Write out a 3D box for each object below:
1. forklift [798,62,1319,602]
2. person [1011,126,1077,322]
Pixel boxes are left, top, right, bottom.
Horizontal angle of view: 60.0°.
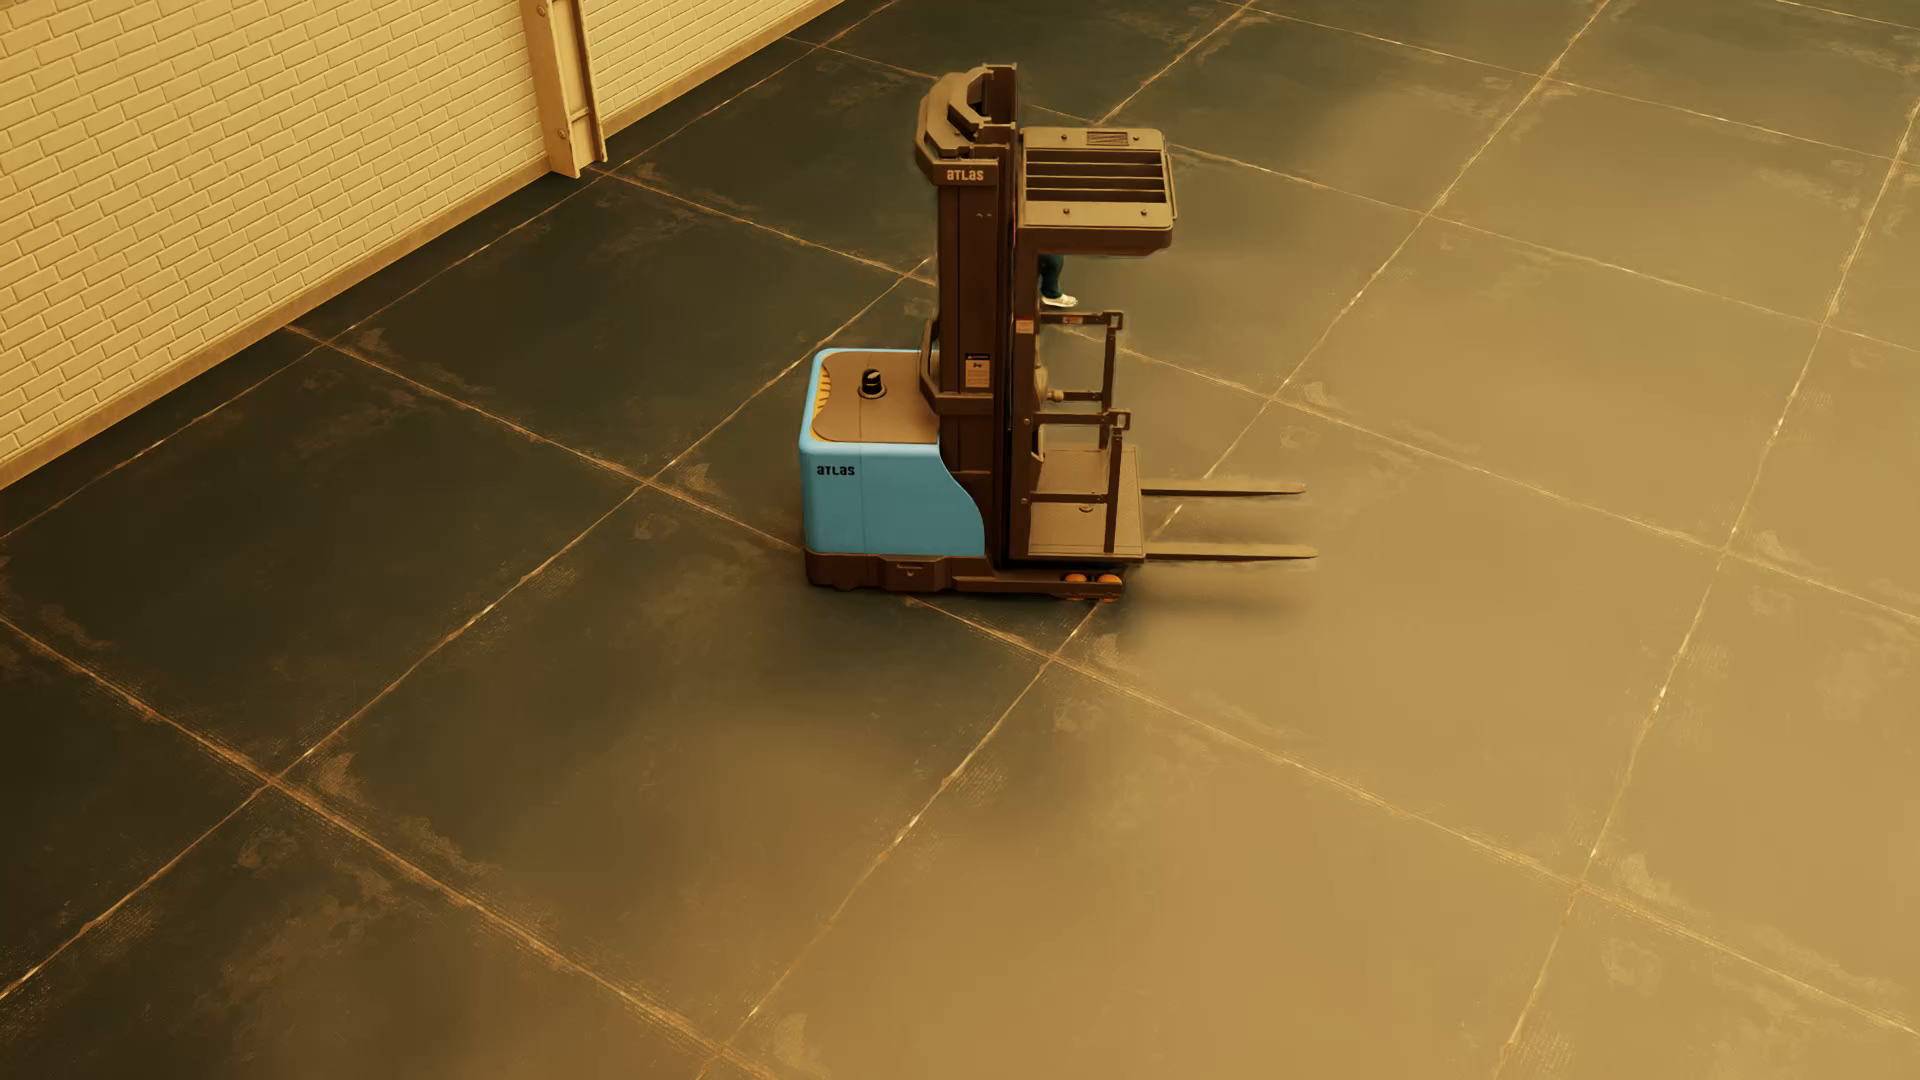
[{"bbox_3d":[0.610,-1.105,9.271,3.031,2.935,1.130,1,40,1],"label":"forklift"},{"bbox_3d":[0.609,-2.132,11.660,0.743,1.435,0.656,-10,41,-11],"label":"person"}]
